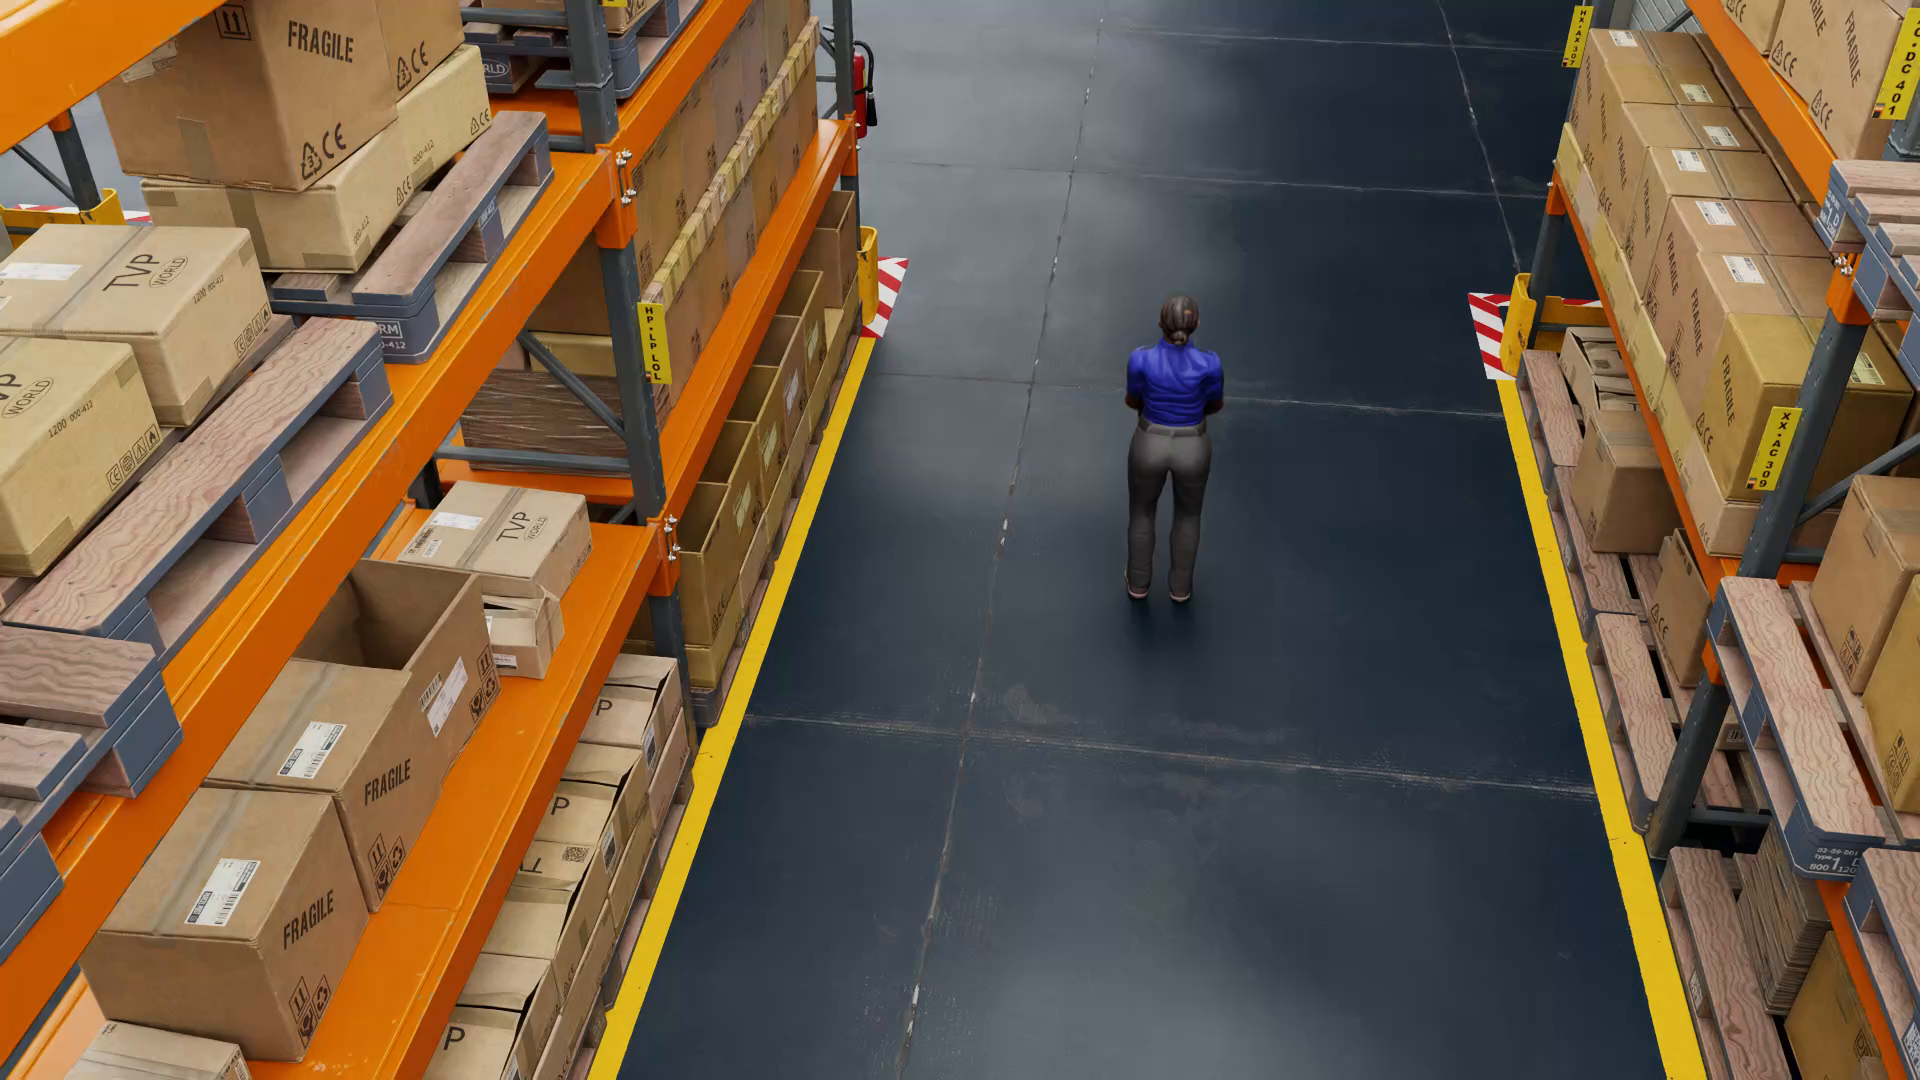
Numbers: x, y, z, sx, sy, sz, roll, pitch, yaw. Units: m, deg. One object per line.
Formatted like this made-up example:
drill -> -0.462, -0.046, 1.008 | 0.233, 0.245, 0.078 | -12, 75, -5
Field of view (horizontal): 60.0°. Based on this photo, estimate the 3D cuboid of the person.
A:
person -> 0.970, -0.449, 7.661 | 0.448, 1.656, 0.495 | 4, 37, 6
